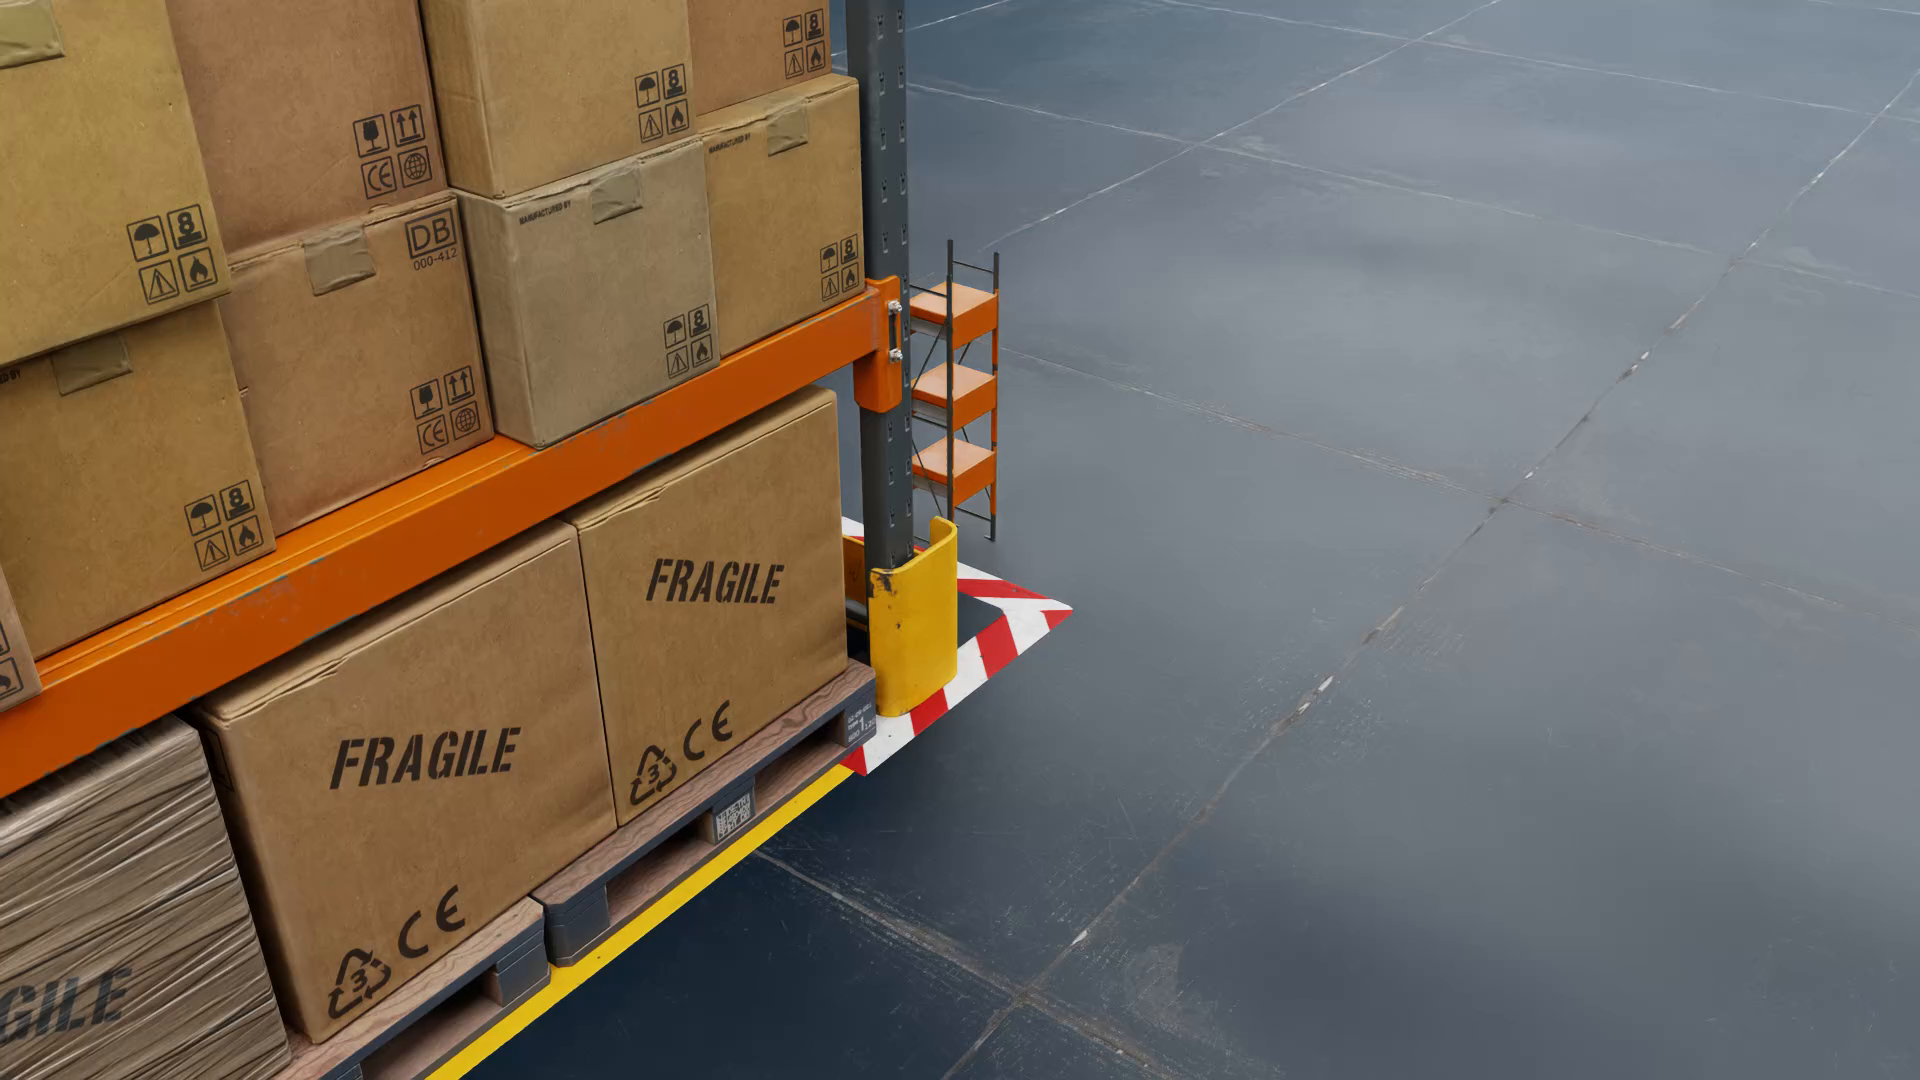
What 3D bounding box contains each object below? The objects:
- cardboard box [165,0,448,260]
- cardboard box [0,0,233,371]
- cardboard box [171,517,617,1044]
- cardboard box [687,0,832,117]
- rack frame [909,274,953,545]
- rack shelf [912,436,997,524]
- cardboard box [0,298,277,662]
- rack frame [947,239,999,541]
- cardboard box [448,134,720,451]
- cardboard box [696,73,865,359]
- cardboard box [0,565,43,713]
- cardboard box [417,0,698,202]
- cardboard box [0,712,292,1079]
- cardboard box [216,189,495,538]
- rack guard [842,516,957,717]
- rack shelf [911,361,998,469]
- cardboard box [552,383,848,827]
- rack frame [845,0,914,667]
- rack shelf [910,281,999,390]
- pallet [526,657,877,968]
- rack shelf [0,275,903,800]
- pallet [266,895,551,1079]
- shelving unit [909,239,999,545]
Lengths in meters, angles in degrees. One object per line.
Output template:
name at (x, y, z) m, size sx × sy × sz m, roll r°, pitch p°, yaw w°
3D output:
cardboard box at (-1.526, -0.949, 3.203) m, size 0.875 × 0.550 × 0.550 m, roll 21°, pitch 37°, yaw 31°
cardboard box at (-1.742, -0.694, 2.772) m, size 0.875 × 0.550 × 0.500 m, roll 21°, pitch 37°, yaw 31°
cardboard box at (-1.452, 0.391, 3.820) m, size 0.875 × 0.875 × 0.875 m, roll 20°, pitch 36°, yaw 31°
cardboard box at (-0.821, -1.387, 3.942) m, size 0.875 × 0.550 × 0.550 m, roll 21°, pitch 37°, yaw 31°
rack frame at (-0.106, -0.380, 5.362) m, size 0.200 × 1.050 × 0.008 m, roll 21°, pitch 37°, yaw 31°
rack shelf at (-0.032, -0.182, 5.593) m, size 0.215 × 0.259 × 0.240 m, roll 21°, pitch 37°, yaw 31°
cardboard box at (-1.794, -0.249, 3.081) m, size 0.875 × 0.550 × 0.500 m, roll 21°, pitch 37°, yaw 31°
rack frame at (0.041, -0.480, 5.529) m, size 0.200 × 1.050 × 0.008 m, roll 21°, pitch 37°, yaw 31°
cardboard box at (-1.069, -0.666, 3.785) m, size 0.875 × 0.550 × 0.550 m, roll 21°, pitch 37°, yaw 31°
cardboard box at (-0.754, -0.896, 4.173) m, size 0.875 × 0.550 × 0.550 m, roll 21°, pitch 37°, yaw 31°
cardboard box at (-2.034, -0.003, 2.665) m, size 0.875 × 0.550 × 0.550 m, roll 21°, pitch 37°, yaw 31°
cardboard box at (-1.079, -1.135, 3.517) m, size 0.875 × 0.550 × 0.550 m, roll 21°, pitch 37°, yaw 31°
cardboard box at (-2.004, 0.761, 3.196) m, size 0.875 × 0.875 × 0.875 m, roll 21°, pitch 37°, yaw 32°
cardboard box at (-1.507, -0.477, 3.466) m, size 0.875 × 0.550 × 0.550 m, roll 21°, pitch 37°, yaw 31°
rack guard at (-0.552, 0.069, 5.143) m, size 1.175 × 0.500 × 0.348 m, roll 21°, pitch 37°, yaw 31°
rack shelf at (-0.032, -0.421, 5.451) m, size 0.215 × 0.259 × 0.240 m, roll 21°, pitch 37°, yaw 31°
cardboard box at (-0.923, 0.033, 4.425) m, size 0.875 × 0.875 × 0.875 m, roll 21°, pitch 37°, yaw 32°
rack frame at (-0.566, -0.997, 4.490) m, size 1.000 × 3.000 × 0.127 m, roll 21°, pitch 37°, yaw 31°
rack shelf at (-0.032, -0.665, 5.307) m, size 0.215 × 0.259 × 0.240 m, roll 21°, pitch 37°, yaw 31°
pallet at (-0.986, 0.552, 4.612) m, size 1.003 × 0.211 × 1.213 m, roll 21°, pitch 37°, yaw 31°
rack shelf at (-1.773, 0.126, 3.301) m, size 1.077 × 0.370 × 4.000 m, roll 21°, pitch 37°, yaw 31°
pallet at (-1.723, 1.046, 3.778) m, size 1.003 × 0.211 × 1.213 m, roll 21°, pitch 37°, yaw 31°
shelving unit at (-0.032, -0.430, 5.446) m, size 0.215 × 1.050 × 0.252 m, roll 21°, pitch 37°, yaw 31°
